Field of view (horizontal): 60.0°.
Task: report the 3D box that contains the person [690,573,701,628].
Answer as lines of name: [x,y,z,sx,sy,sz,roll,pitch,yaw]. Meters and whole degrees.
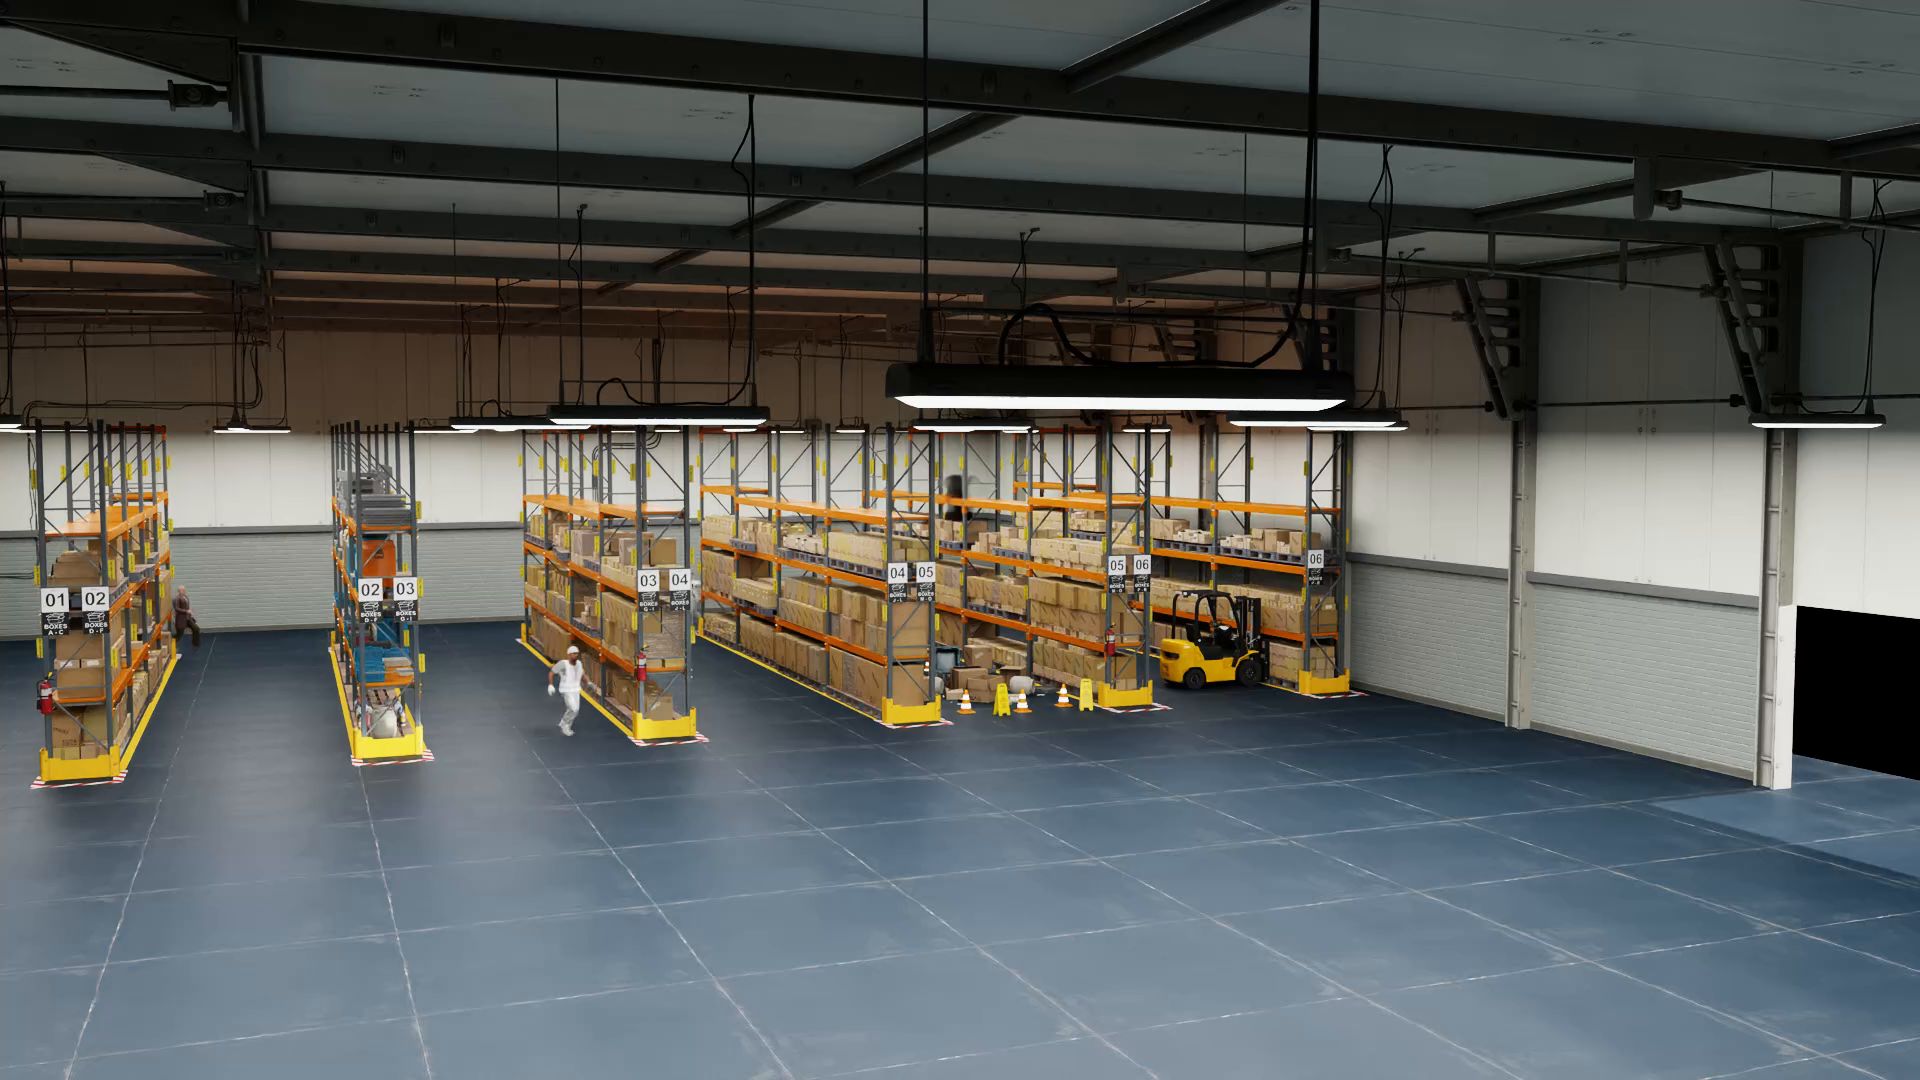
person: [-7.819,1.805,49.057,0.642,1.785,0.805,3,5,44]

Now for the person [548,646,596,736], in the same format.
person: [-7.376,2.876,31.603,0.735,1.721,0.692,3,4,37]

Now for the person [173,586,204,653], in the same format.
person: [-20.462,2.113,43.774,0.889,1.823,0.697,0,4,6]
